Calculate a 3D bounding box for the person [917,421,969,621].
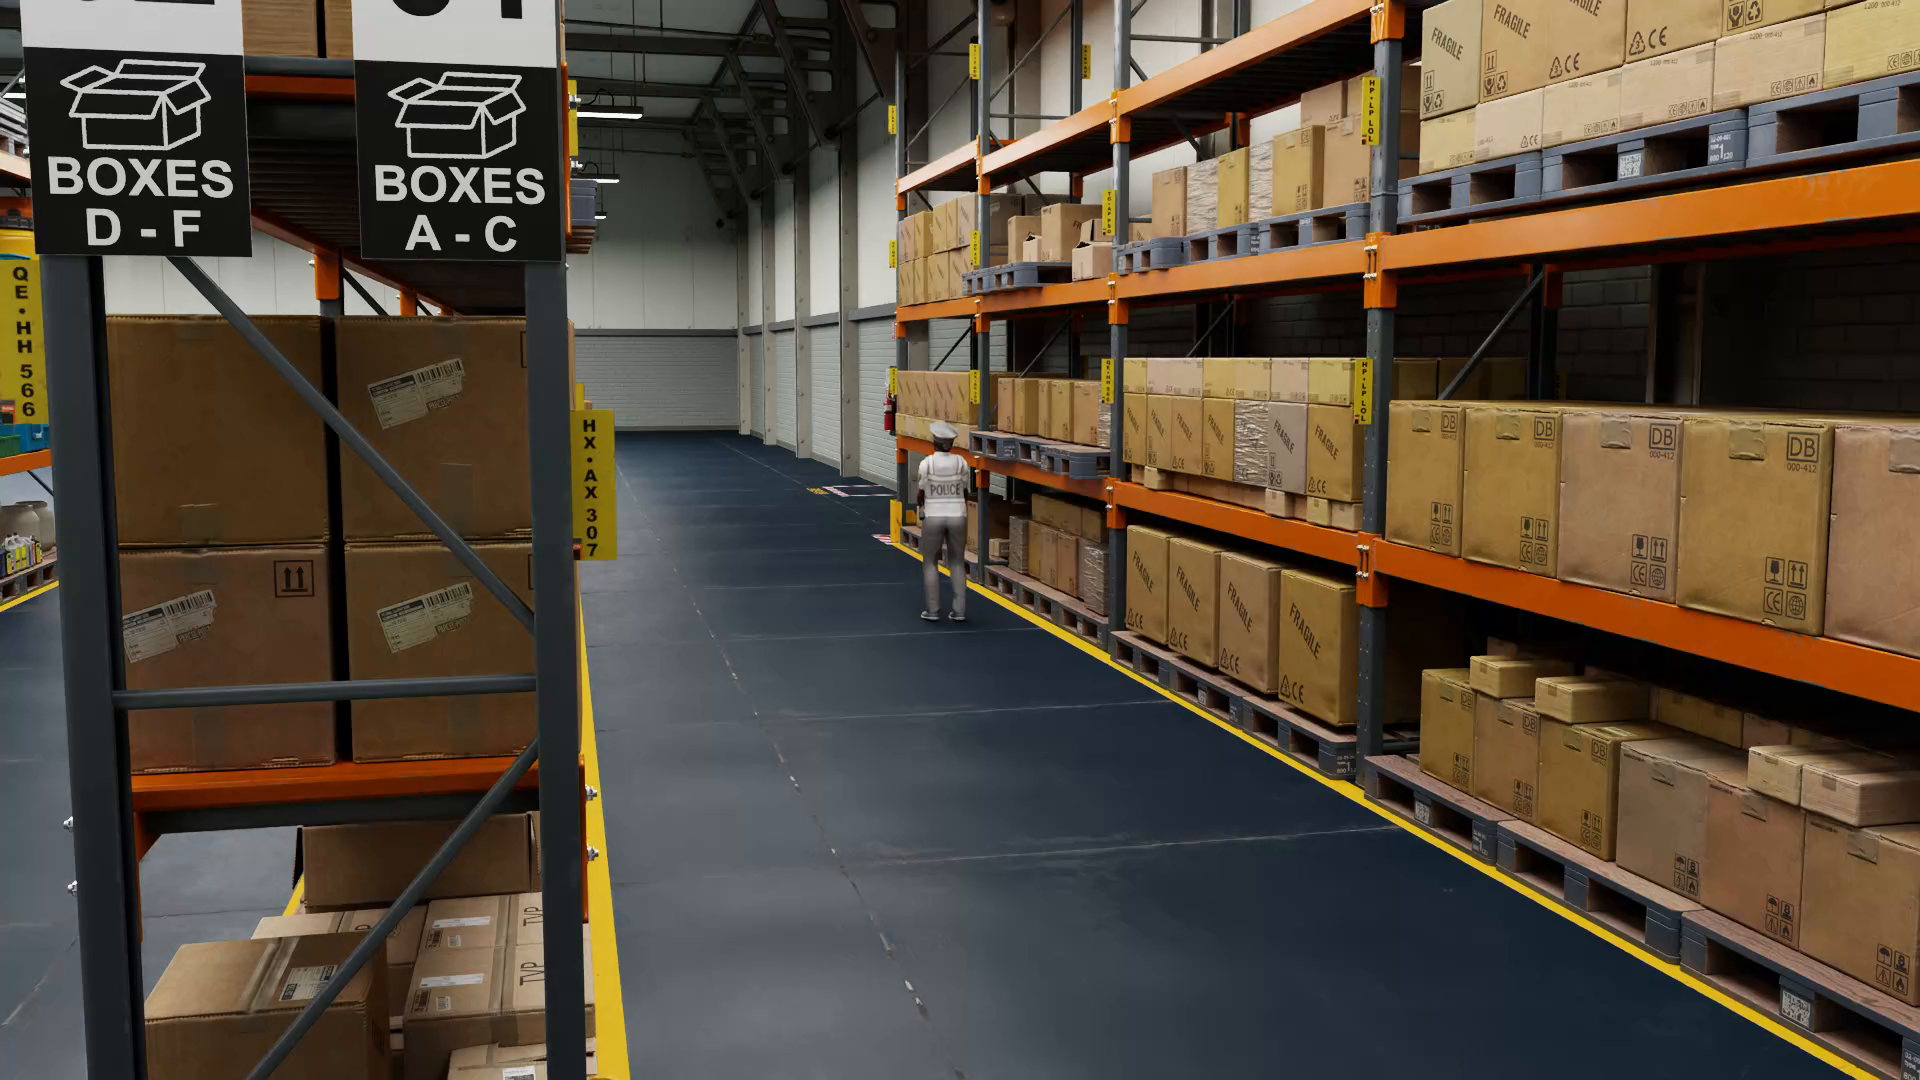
[{"bbox_3d":[-0.154,-0.164,14.050,0.449,1.688,0.539,-2,6,-14],"label":"person"}]
